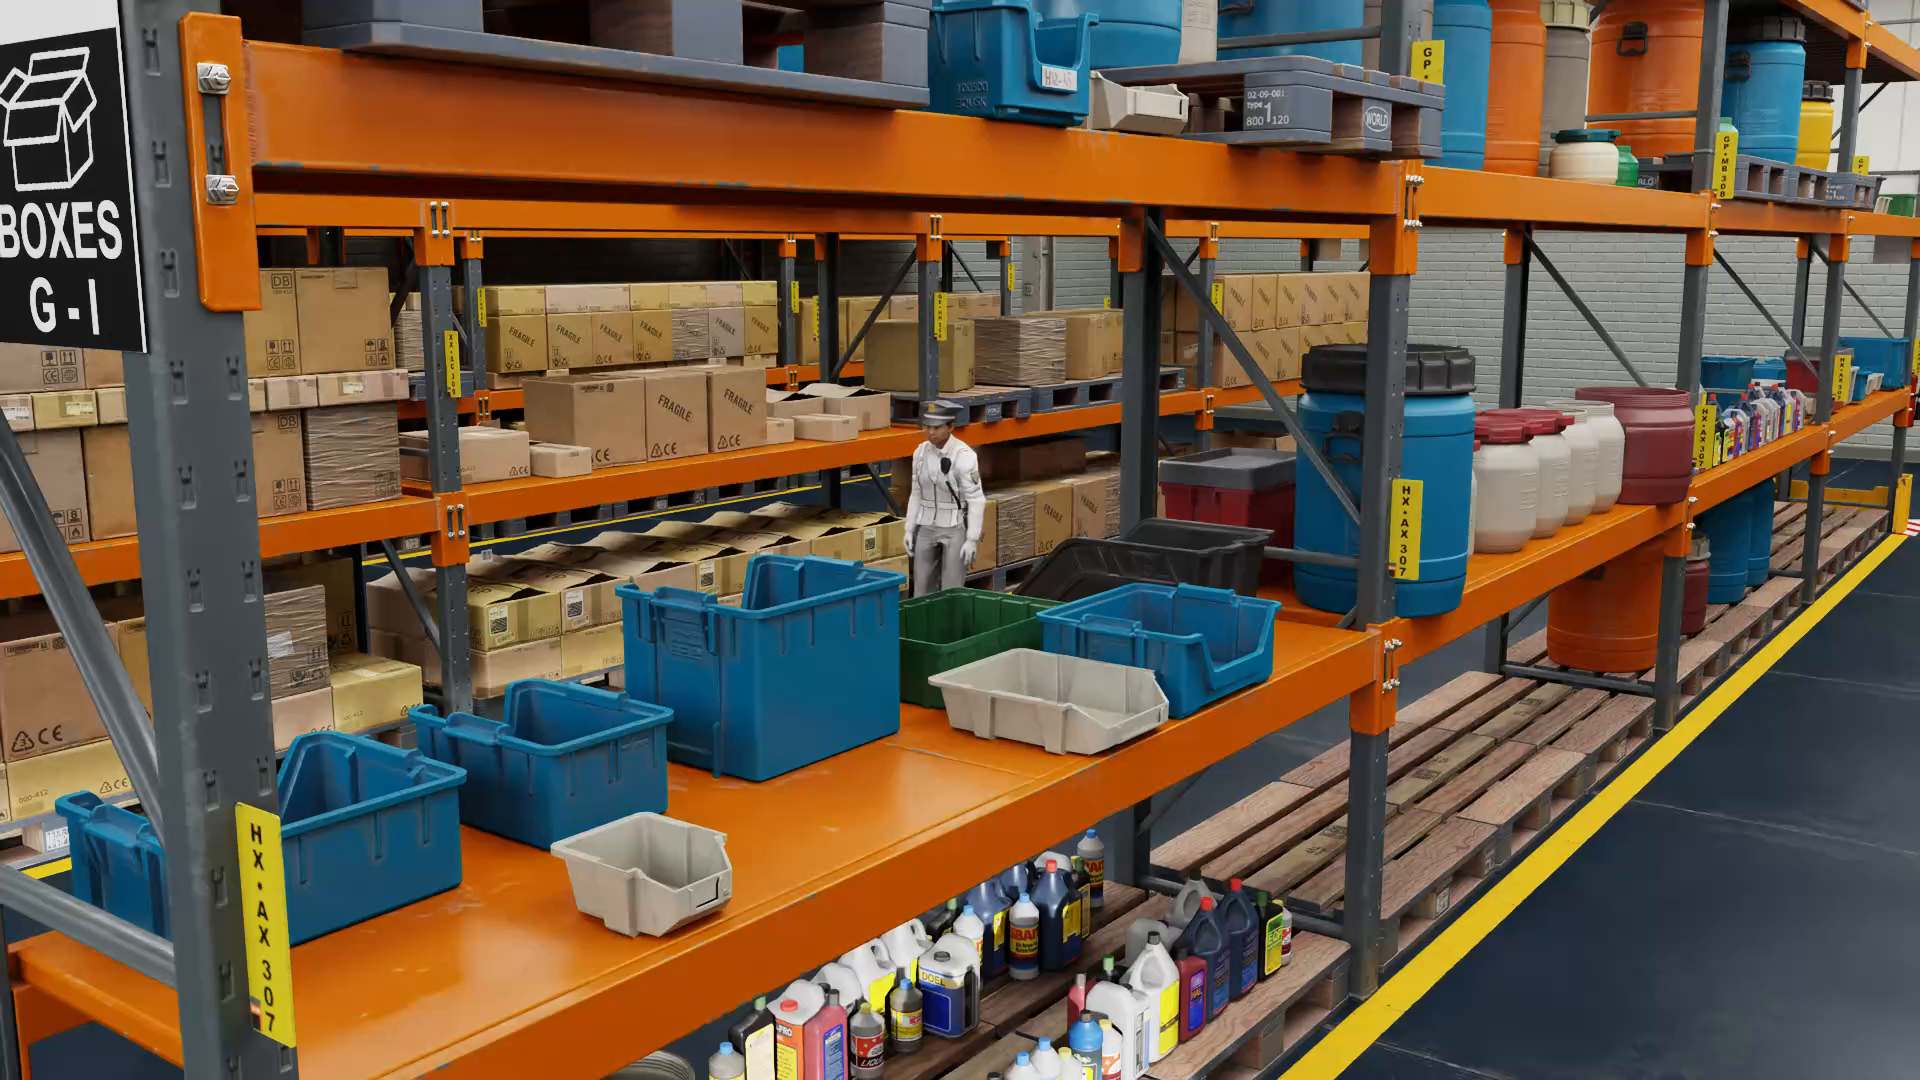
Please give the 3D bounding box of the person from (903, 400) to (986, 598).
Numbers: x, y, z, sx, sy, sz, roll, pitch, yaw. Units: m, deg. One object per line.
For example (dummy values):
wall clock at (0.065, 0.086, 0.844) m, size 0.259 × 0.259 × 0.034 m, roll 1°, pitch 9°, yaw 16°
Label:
person at (-0.113, -0.012, 9.955) m, size 0.531 × 1.663 × 0.413 m, roll 7°, pitch 12°, yaw 33°
